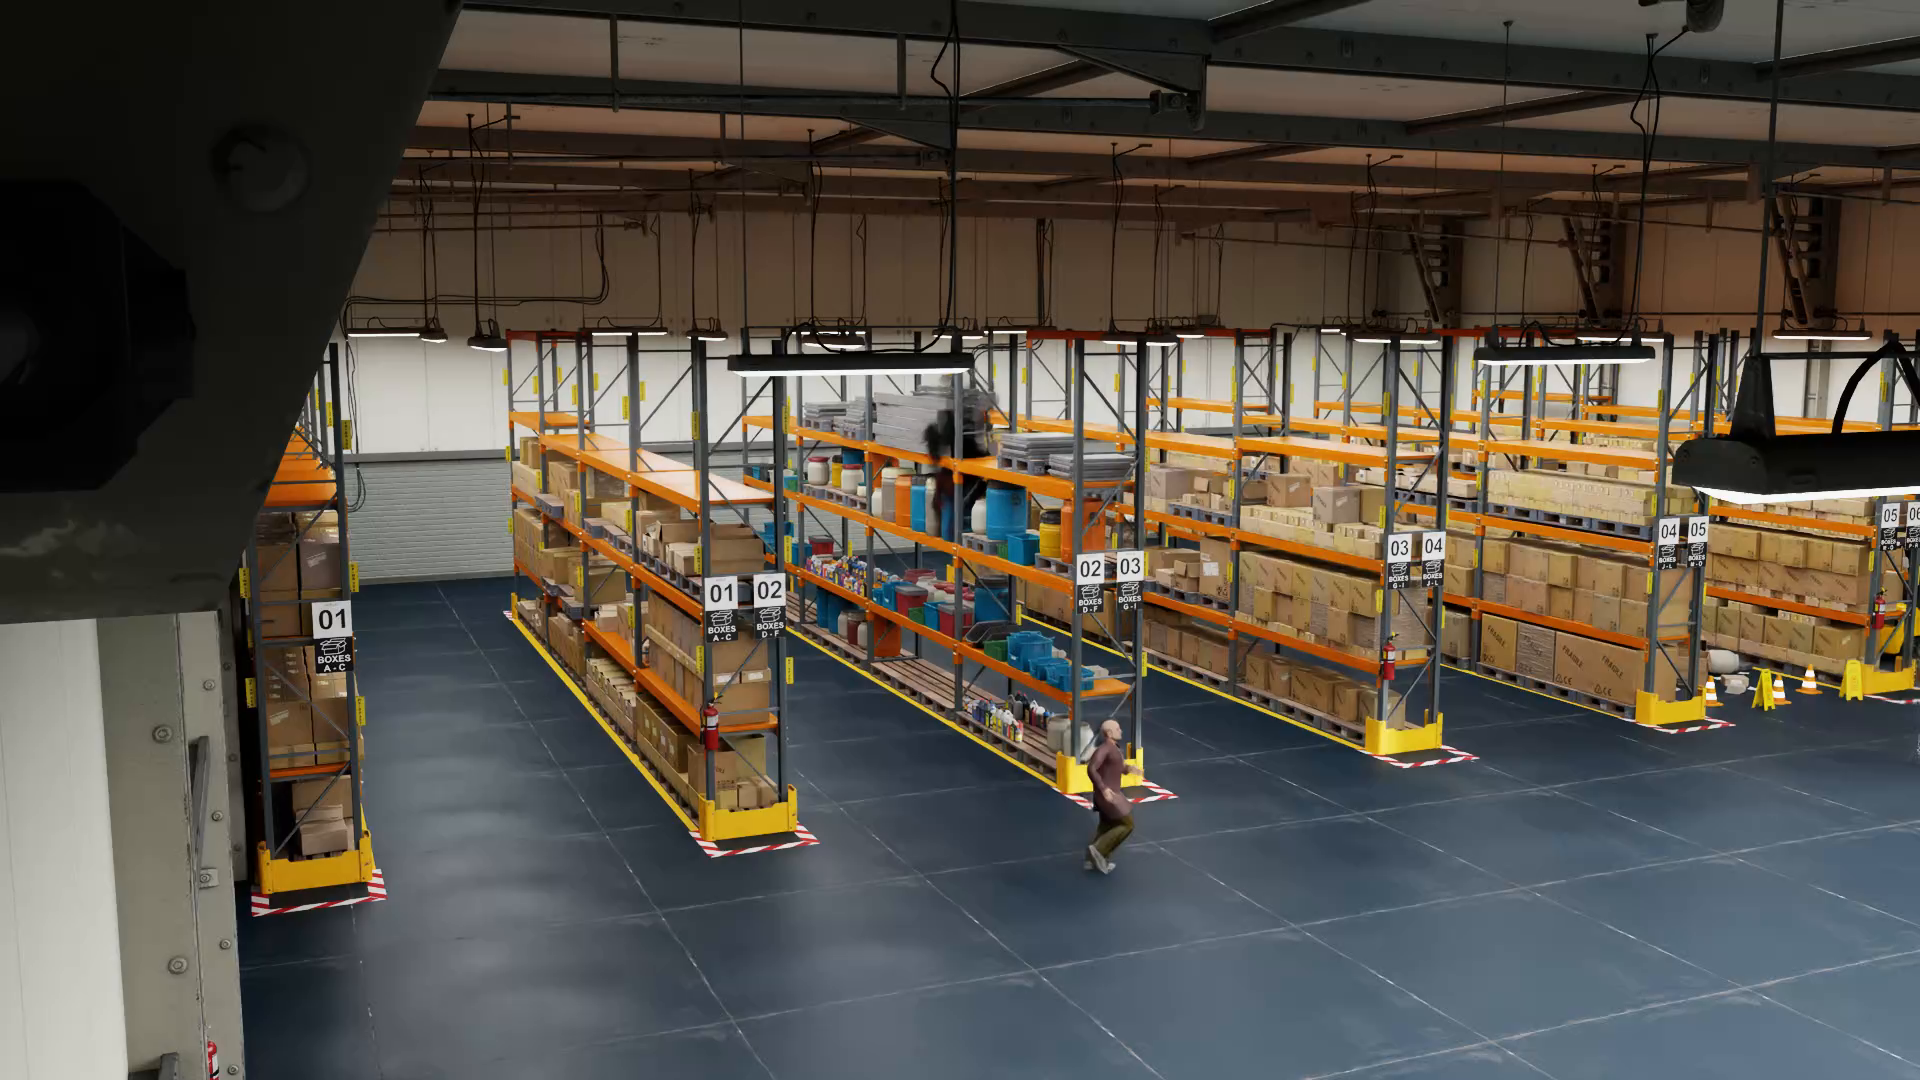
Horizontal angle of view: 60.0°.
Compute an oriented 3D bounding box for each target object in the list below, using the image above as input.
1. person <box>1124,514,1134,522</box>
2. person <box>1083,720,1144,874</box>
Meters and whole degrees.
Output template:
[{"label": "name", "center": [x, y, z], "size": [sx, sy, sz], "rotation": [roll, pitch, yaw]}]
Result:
[{"label": "person", "center": [4.271, -0.198, 41.582], "size": [0.733, 1.614, 0.740], "rotation": [-3, 8, -21]}, {"label": "person", "center": [1.745, 2.900, 18.899], "size": [0.683, 1.750, 0.684], "rotation": [0, 8, 4]}]
